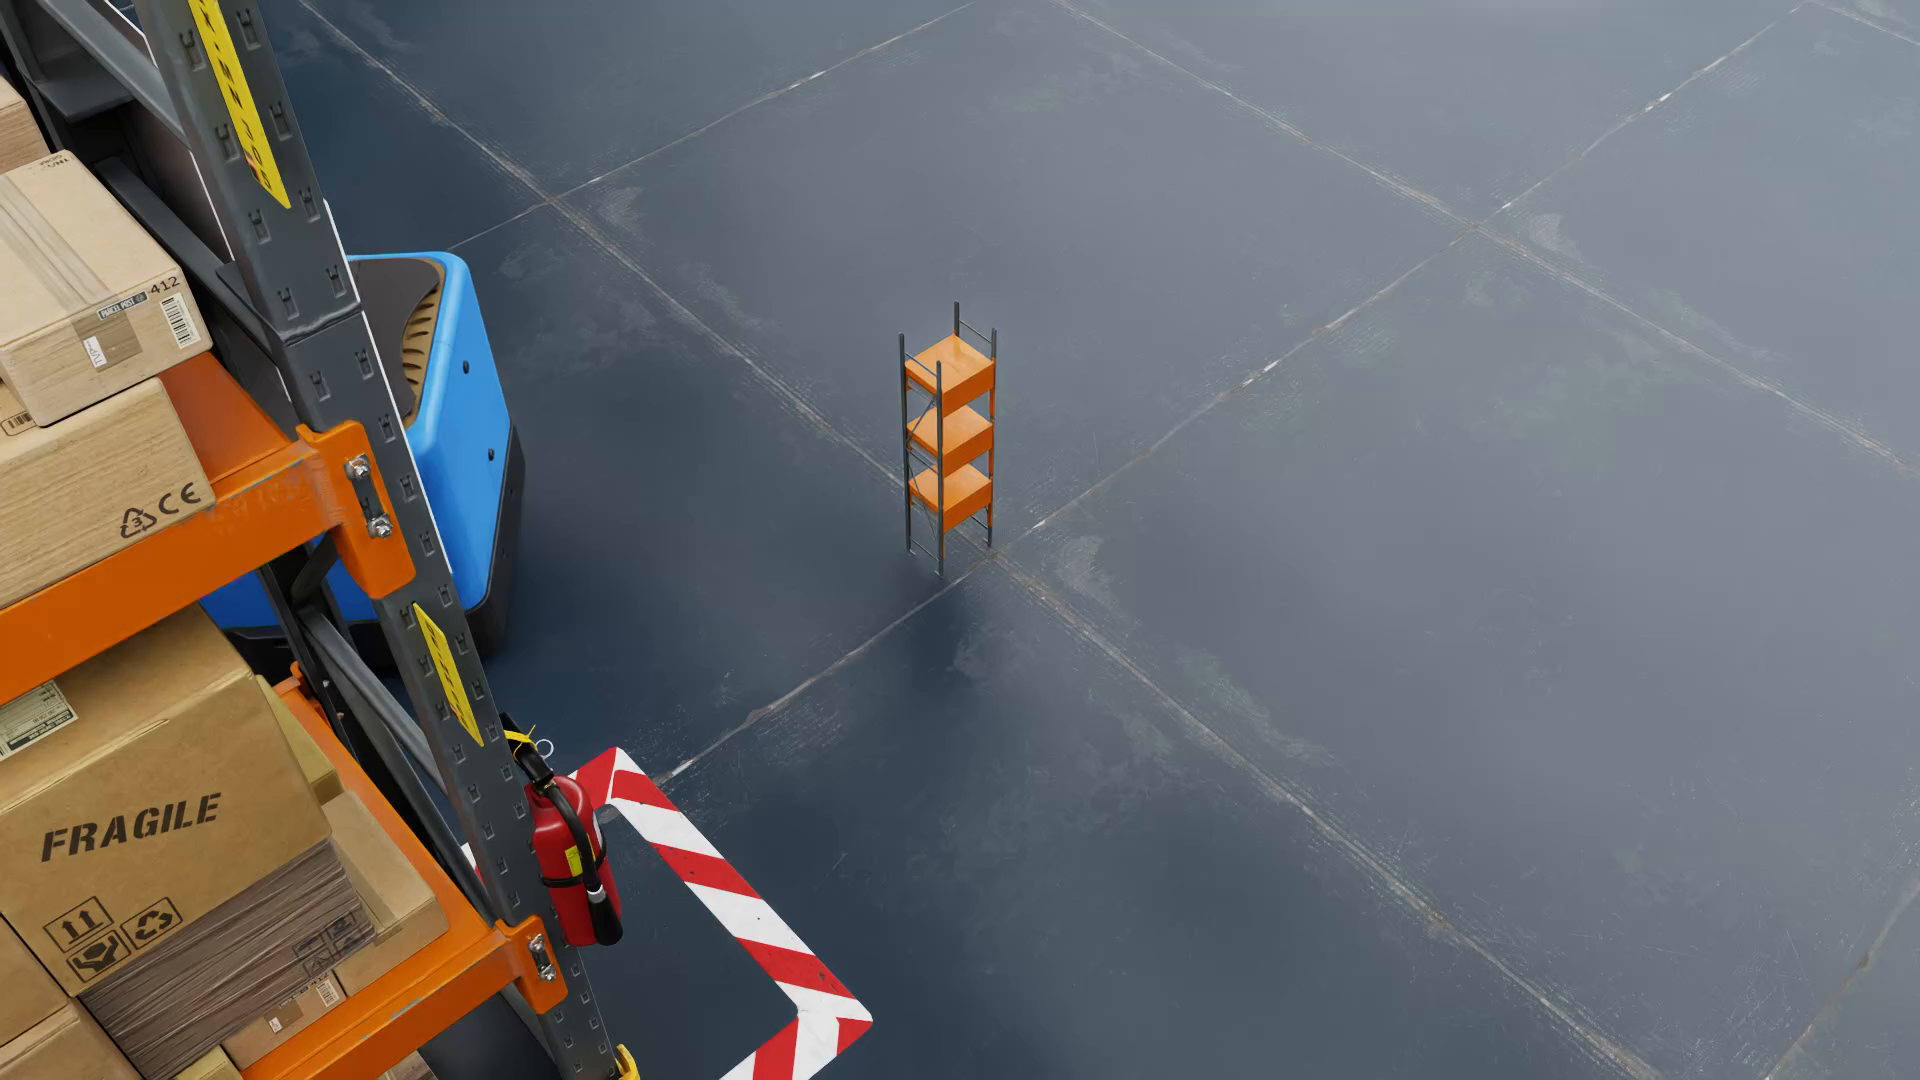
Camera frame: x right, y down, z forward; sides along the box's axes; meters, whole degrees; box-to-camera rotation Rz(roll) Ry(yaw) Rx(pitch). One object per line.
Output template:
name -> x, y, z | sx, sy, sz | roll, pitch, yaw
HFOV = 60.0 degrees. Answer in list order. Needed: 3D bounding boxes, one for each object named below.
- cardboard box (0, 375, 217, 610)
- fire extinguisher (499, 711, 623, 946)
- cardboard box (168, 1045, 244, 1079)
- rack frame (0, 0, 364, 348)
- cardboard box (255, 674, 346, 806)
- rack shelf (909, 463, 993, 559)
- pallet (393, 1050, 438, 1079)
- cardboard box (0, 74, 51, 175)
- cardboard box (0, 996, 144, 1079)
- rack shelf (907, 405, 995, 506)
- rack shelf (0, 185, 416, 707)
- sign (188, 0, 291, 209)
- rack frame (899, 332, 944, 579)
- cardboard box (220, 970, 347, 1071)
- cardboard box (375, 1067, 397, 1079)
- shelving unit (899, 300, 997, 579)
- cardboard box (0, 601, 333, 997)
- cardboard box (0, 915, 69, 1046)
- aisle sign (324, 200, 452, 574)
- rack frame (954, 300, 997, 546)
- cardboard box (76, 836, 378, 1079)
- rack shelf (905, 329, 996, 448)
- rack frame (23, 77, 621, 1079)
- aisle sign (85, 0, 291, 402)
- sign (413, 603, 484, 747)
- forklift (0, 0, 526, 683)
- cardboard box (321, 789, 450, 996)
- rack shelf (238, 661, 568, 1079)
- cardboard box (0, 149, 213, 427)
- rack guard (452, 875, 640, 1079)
cardboard box -> -1.459, -0.156, 2.414 | 0.500, 0.250, 0.500 | -33, 55, -26
fire extinguisher -> -0.879, 0.654, 3.658 | 0.183, 0.674, 0.296 | -34, 56, -27
cardboard box -> -1.681, 1.047, 3.414 | 0.250, 0.149, 0.380 | -34, 56, -27
rack frame -> -1.274, -1.601, 1.604 | 0.127, 3.000, 1.000 | -34, 56, -27
cardboard box -> -1.645, 0.530, 3.891 | 0.250, 0.149, 0.380 | -34, 56, -27
rack shelf -> -0.040, -0.134, 6.052 | 0.240, 0.259, 0.215 | -34, 56, -27
pallet -> -1.955, 1.799, 4.446 | 1.213, 0.211, 1.003 | -34, 56, -27
cardboard box -> -1.633, -0.657, 2.605 | 0.250, 0.149, 0.380 | -34, 56, -27
cardboard box -> -1.988, 0.868, 3.137 | 0.500, 0.500, 0.875 | -34, 56, -27
rack shelf -> -0.040, -0.322, 5.848 | 0.240, 0.259, 0.215 | -34, 56, -27
rack shelf -> -2.753, 0.649, 2.058 | 4.000, 0.370, 1.077 | -34, 56, -27
sign -> -0.915, -0.572, 2.093 | 0.005, 0.325, 0.100 | -34, 56, -27
rack frame -> -0.130, -0.269, 5.784 | 0.008, 1.050, 0.200 | -34, 56, -27
cardboard box -> -1.531, 0.895, 3.554 | 0.250, 0.149, 0.380 | -34, 56, -27
cardboard box -> -1.747, 1.439, 4.297 | 0.500, 0.500, 0.500 | -24, 52, -21
shelving unit -> -0.040, -0.330, 5.840 | 0.252, 1.050, 0.215 | -34, 56, -27
cardboard box -> -1.514, 0.366, 2.920 | 0.500, 0.500, 0.500 | -34, 56, -27
cardboard box -> -1.880, 0.616, 2.689 | 0.500, 0.500, 0.500 | -34, 56, -27
aisle sign -> -1.026, -0.315, 2.731 | 0.004, 0.787, 0.394 | -34, 56, -27
rack frame -> 0.051, -0.390, 5.895 | 0.008, 1.050, 0.200 | -34, 56, -27
cardboard box -> -1.699, 0.556, 3.426 | 0.500, 0.500, 0.875 | -34, 56, -27
rack shelf -> -0.040, -0.515, 5.639 | 0.240, 0.259, 0.215 | -34, 56, -27
rack frame -> -1.274, 0.434, 3.809 | 0.127, 3.000, 1.000 | -34, 56, -27
aisle sign -> -1.430, -0.642, 3.032 | 0.004, 0.787, 0.394 | -34, 56, -27
sign -> -0.915, 0.246, 2.980 | 0.005, 0.325, 0.100 | -34, 56, -27
forklift -> -3.147, -0.821, 5.014 | 3.031, 2.935, 1.130 | -4, 47, -3
cardboard box -> -1.346, 0.772, 3.668 | 0.250, 0.149, 0.380 | -34, 56, -27
rack shelf -> -2.753, 1.666, 3.161 | 4.000, 0.370, 1.077 | -34, 56, -27
cardboard box -> -1.269, -0.361, 2.332 | 0.250, 0.149, 0.380 | -34, 56, -27
rack guard -> -1.330, 1.319, 4.693 | 0.348, 0.500, 1.175 | -34, 56, -27
